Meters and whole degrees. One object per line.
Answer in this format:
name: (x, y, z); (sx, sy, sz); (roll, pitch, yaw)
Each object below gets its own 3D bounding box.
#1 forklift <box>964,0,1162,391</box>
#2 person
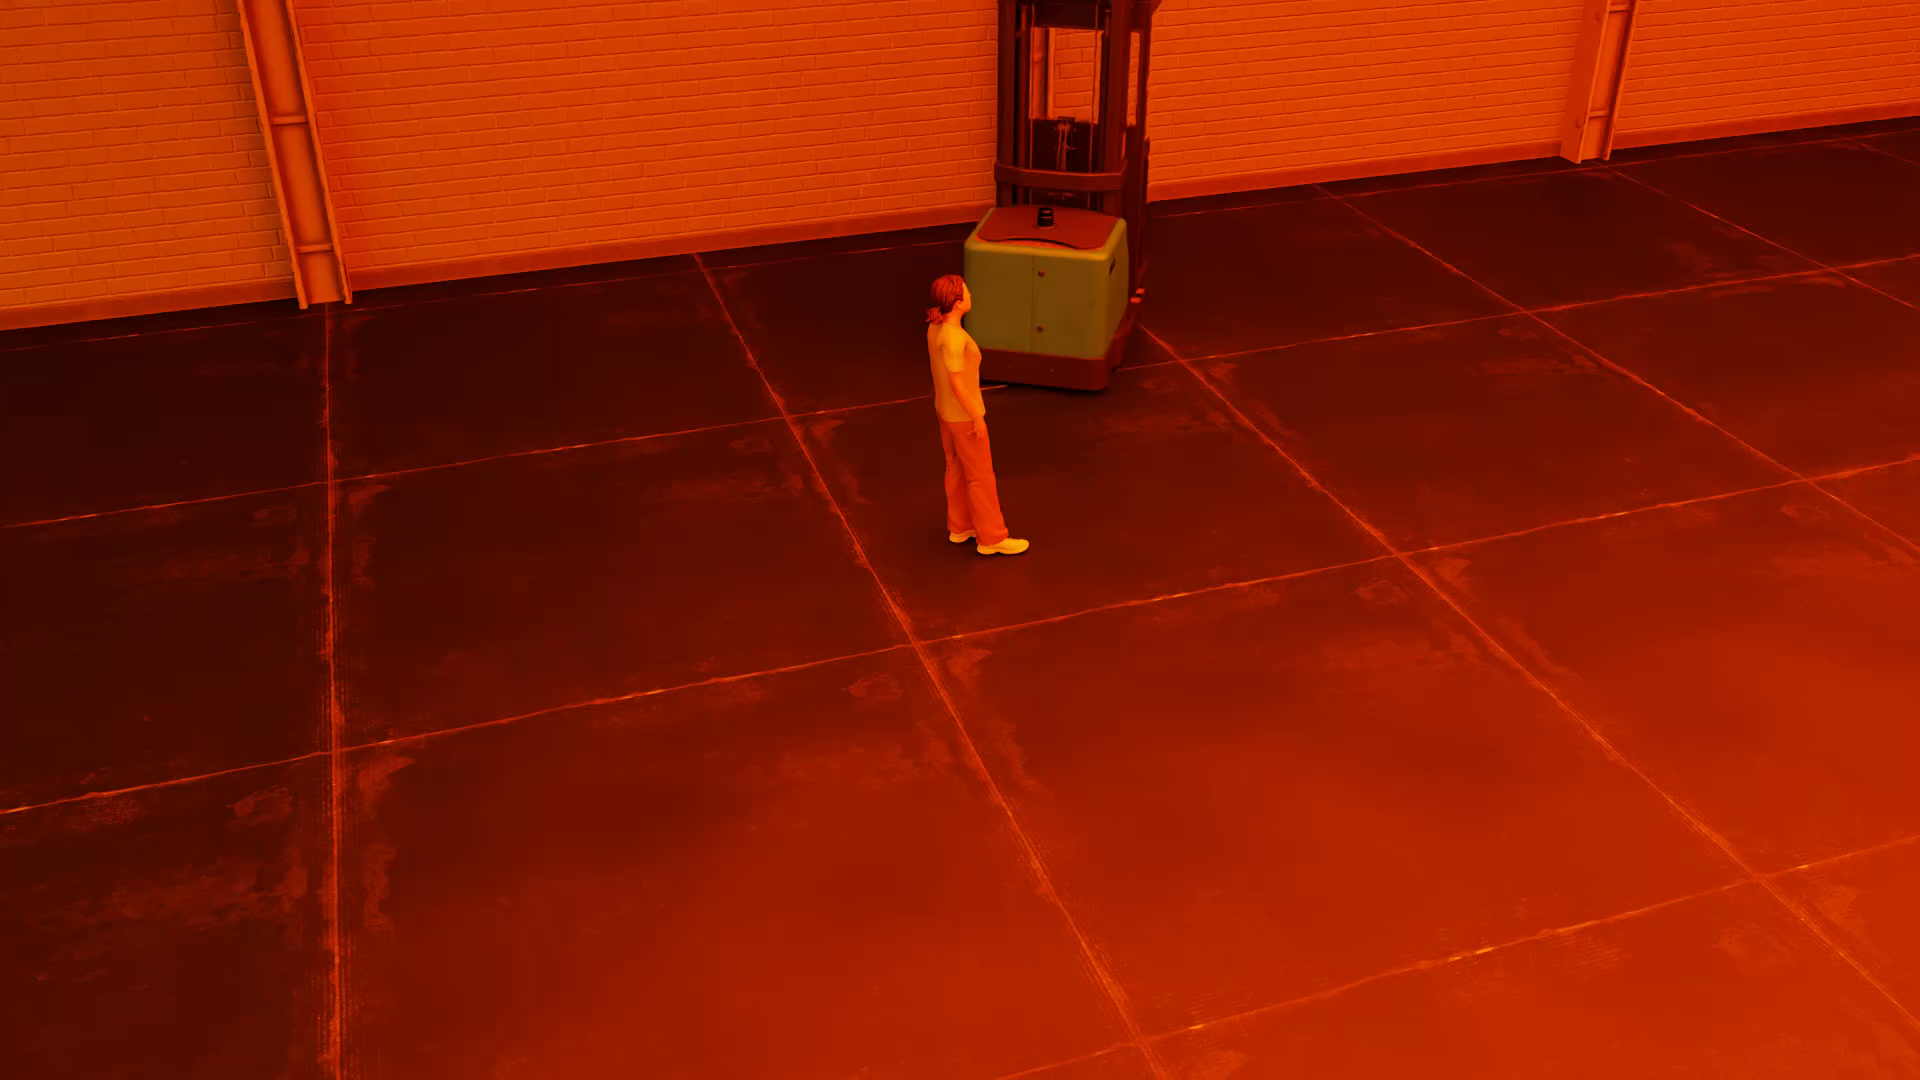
forklift: (0.871, -3.043, 12.377); (1.130, 2.935, 3.031); (7, 31, 12)
person: (0.013, -0.762, 9.589); (0.427, 1.609, 0.535); (-10, 31, -16)
